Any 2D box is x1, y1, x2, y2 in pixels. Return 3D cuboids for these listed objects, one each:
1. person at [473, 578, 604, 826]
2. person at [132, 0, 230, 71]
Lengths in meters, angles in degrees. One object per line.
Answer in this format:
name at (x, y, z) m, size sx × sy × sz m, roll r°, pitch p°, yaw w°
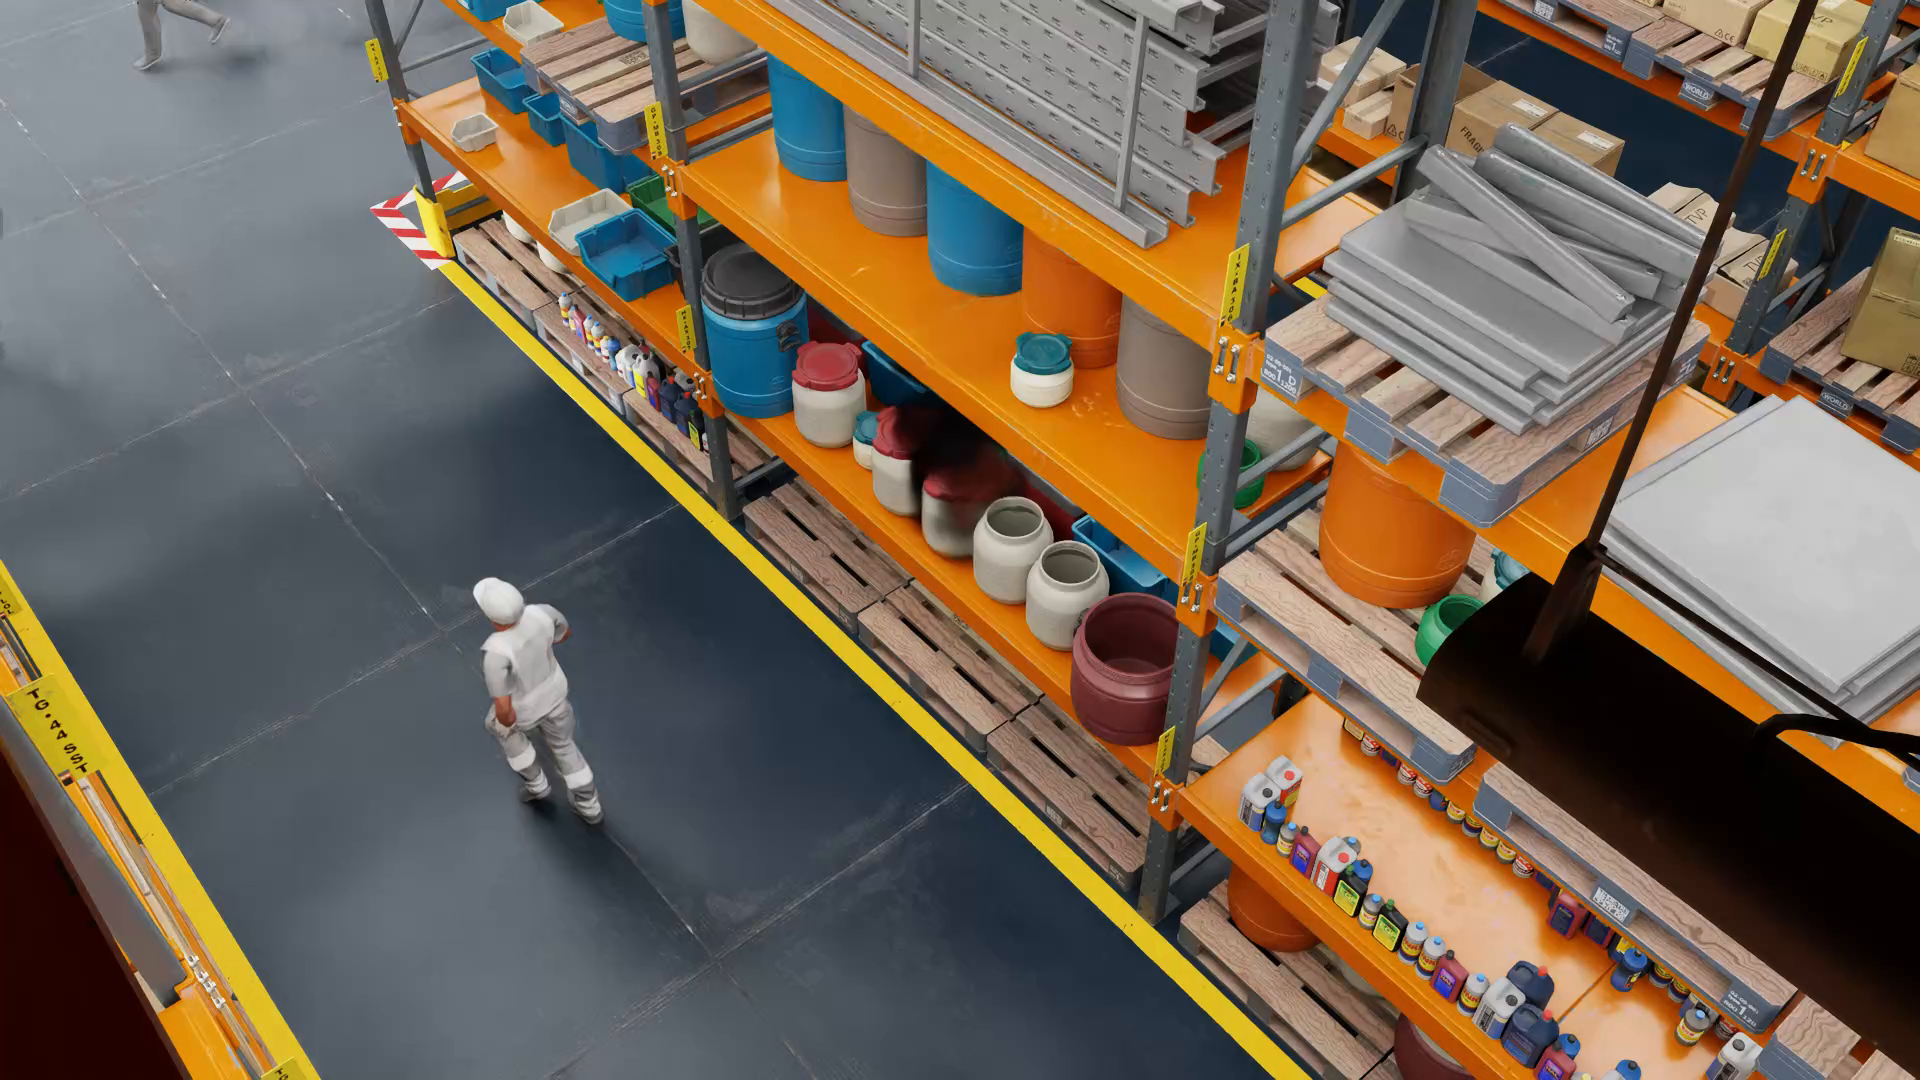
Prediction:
person at (-2.303, 0.859, 8.954) m, size 0.749 × 1.825 × 0.635 m, roll 34°, pitch 55°, yaw 28°
person at (-7.046, -4.981, 14.539) m, size 0.924 × 1.712 × 0.579 m, roll -13°, pitch 48°, yaw -12°
